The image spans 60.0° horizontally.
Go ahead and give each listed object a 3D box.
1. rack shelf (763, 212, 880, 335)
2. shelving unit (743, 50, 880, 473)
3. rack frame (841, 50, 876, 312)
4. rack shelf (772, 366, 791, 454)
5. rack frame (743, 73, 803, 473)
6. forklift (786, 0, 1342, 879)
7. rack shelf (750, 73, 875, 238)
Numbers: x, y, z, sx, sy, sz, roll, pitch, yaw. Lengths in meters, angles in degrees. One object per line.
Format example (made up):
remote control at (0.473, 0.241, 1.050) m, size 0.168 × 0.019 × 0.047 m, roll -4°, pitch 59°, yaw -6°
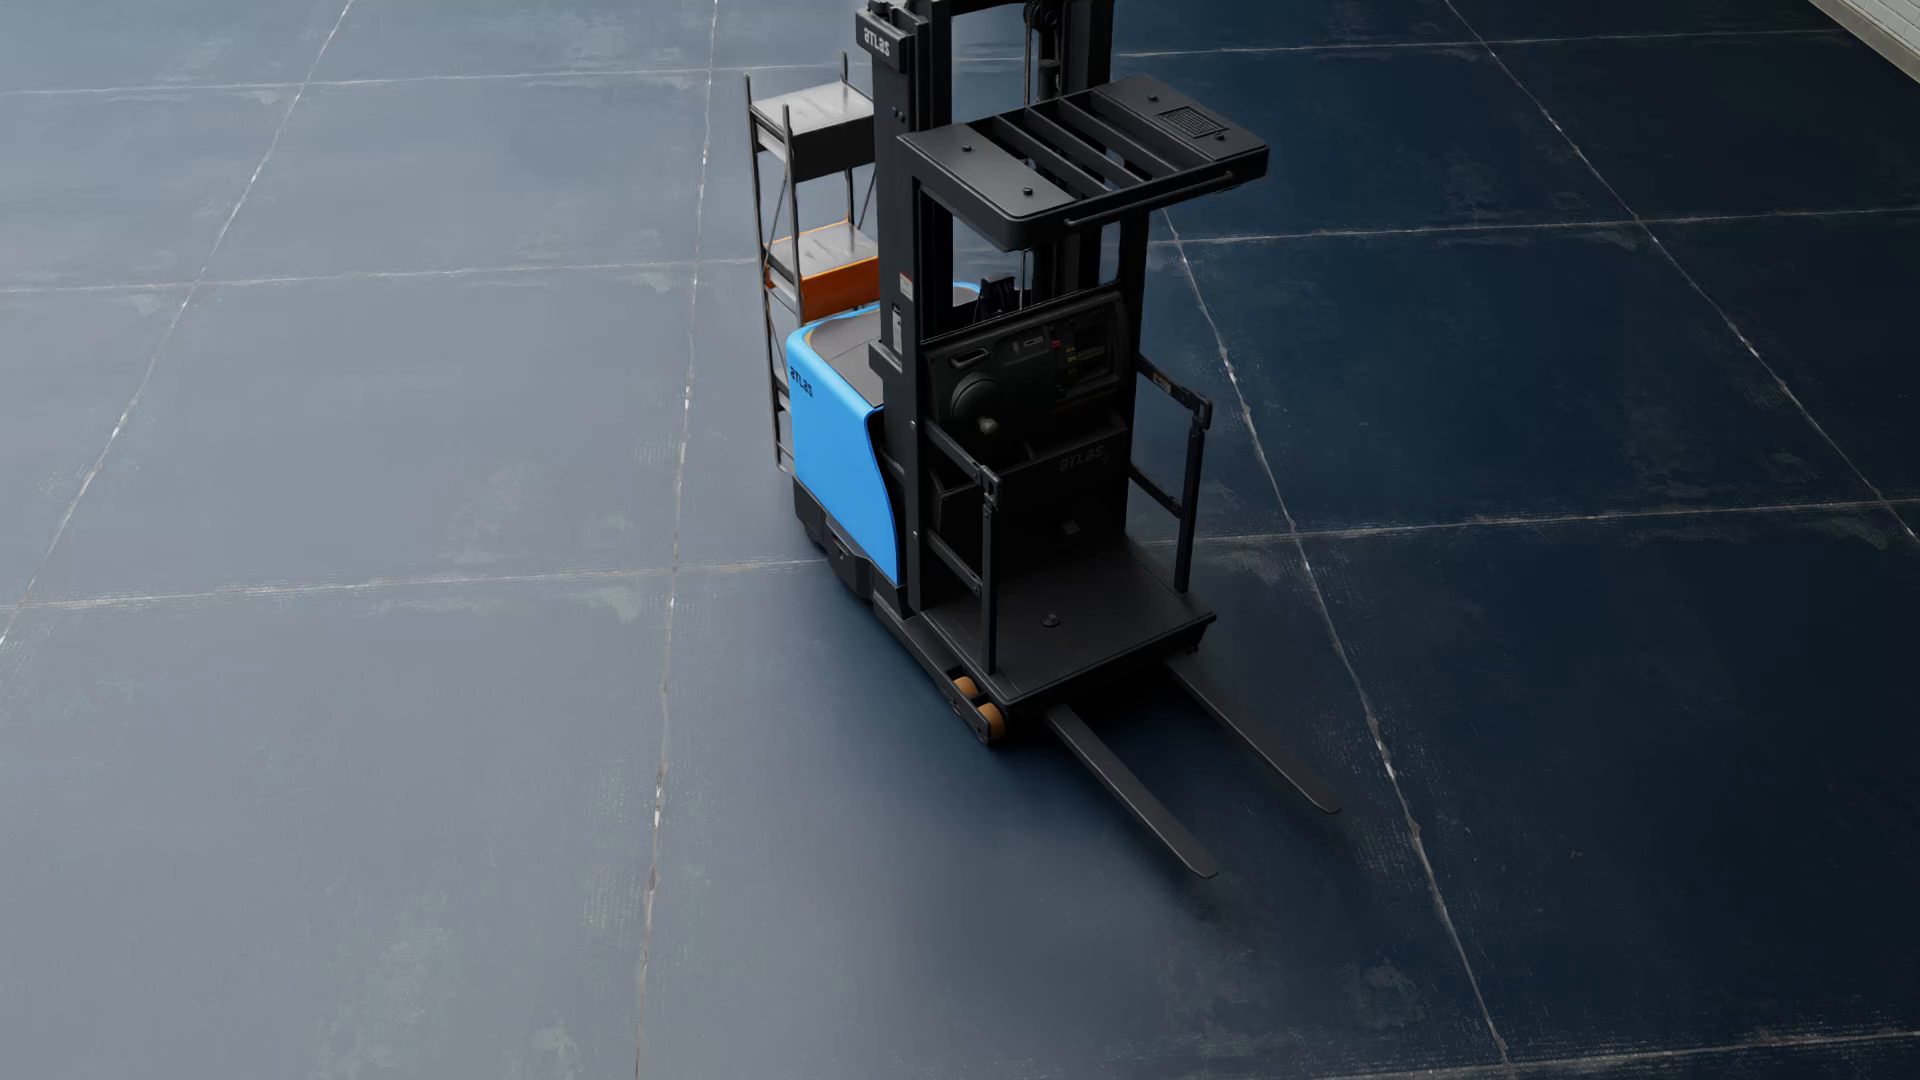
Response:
rack shelf at (-0.629, -1.180, 7.895) m, size 0.480 × 0.518 × 0.431 m, roll -22°, pitch 43°, yaw -25°
shelving unit at (-0.629, -1.191, 7.886) m, size 0.503 × 2.100 × 0.431 m, roll -22°, pitch 43°, yaw -25°
rack frame at (-0.423, -1.272, 7.989) m, size 0.015 × 2.100 × 0.400 m, roll -22°, pitch 43°, yaw -25°
rack shelf at (-0.629, -0.631, 8.328) m, size 0.480 × 0.518 × 0.431 m, roll -22°, pitch 43°, yaw -25°
rack frame at (-0.835, -1.109, 7.783) m, size 0.015 × 2.100 × 0.400 m, roll -22°, pitch 43°, yaw -25°
forklift at (0.396, -0.632, 6.507) m, size 1.130 × 2.935 × 3.031 m, roll -21°, pitch 43°, yaw -24°
rack shelf at (-0.629, -1.730, 7.461) m, size 0.480 × 0.518 × 0.431 m, roll -22°, pitch 43°, yaw -25°
